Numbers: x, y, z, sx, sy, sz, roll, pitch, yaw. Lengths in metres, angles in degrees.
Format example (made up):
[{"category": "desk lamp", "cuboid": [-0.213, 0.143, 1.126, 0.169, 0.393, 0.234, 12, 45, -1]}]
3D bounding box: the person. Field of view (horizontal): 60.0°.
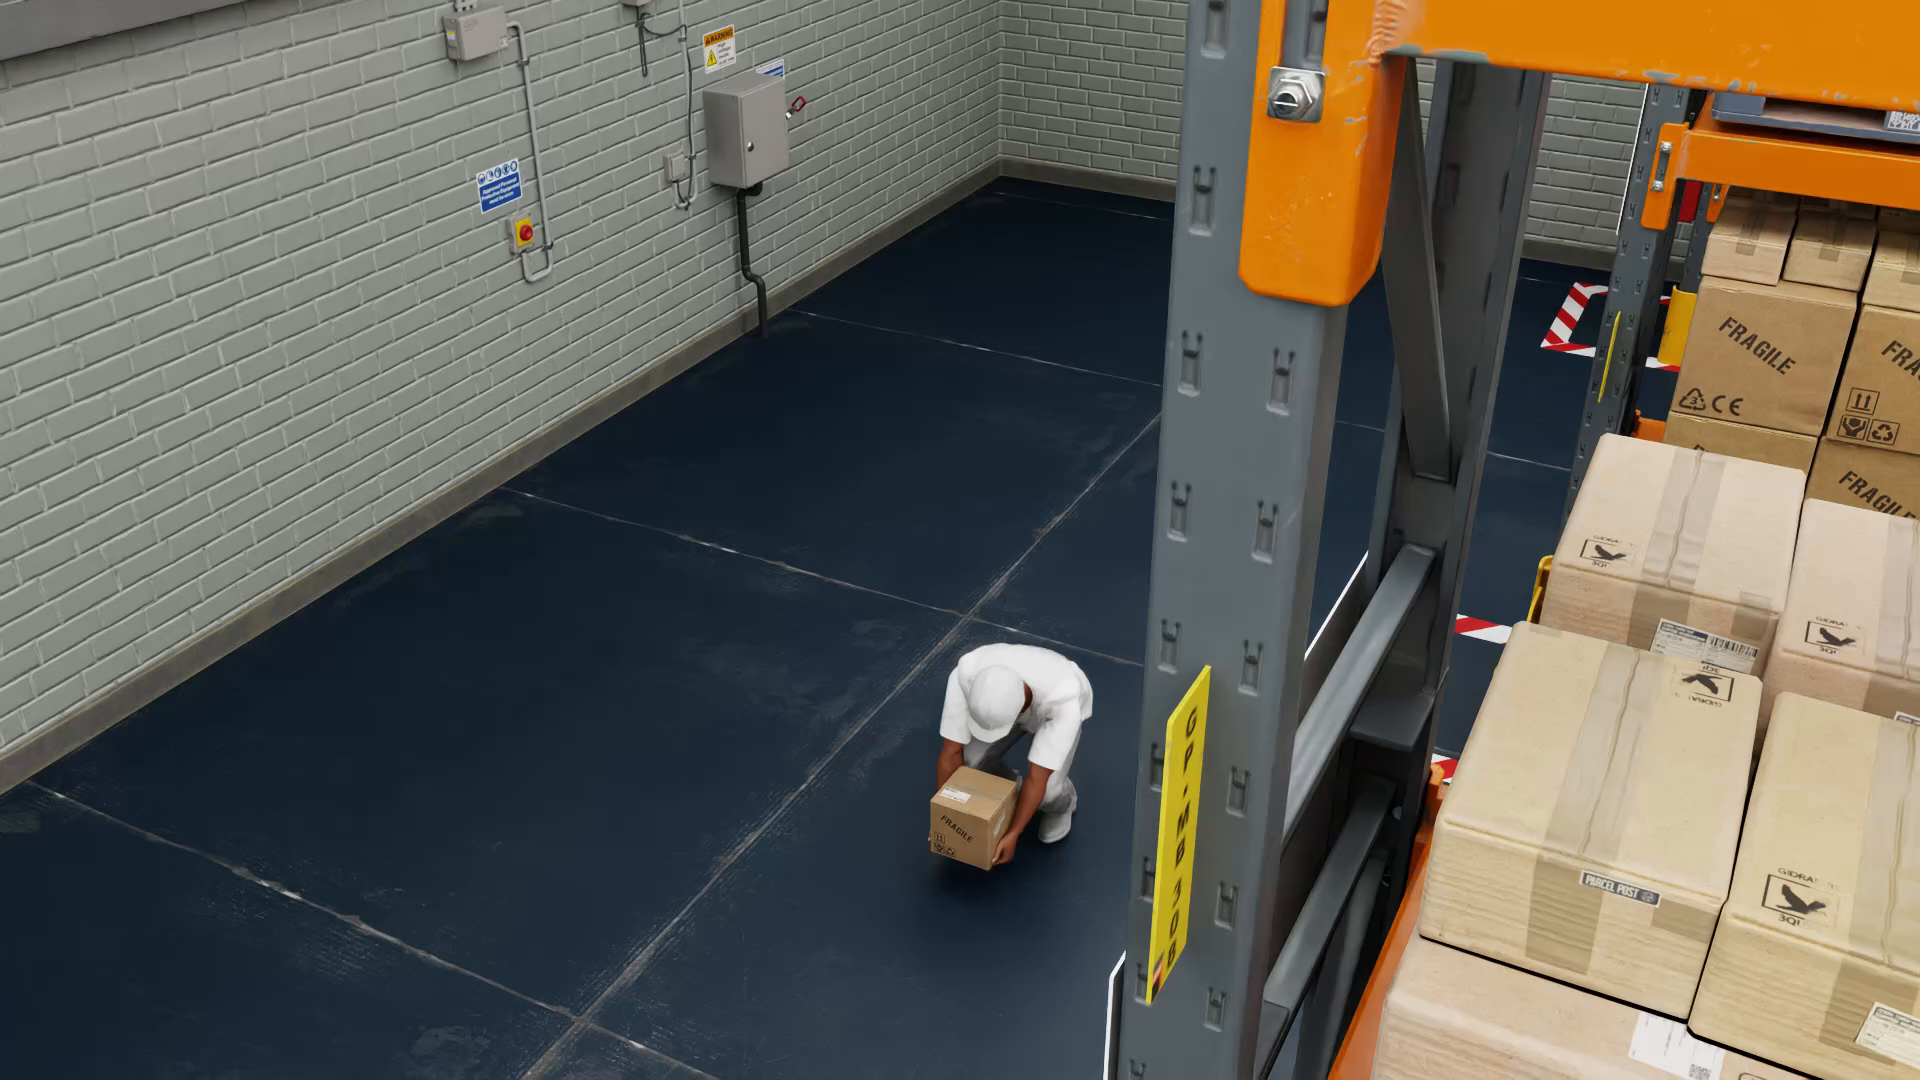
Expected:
[{"category": "person", "cuboid": [0.239, 0.771, 6.532, 0.542, 1.011, 0.903, 14, 33, 22]}]
